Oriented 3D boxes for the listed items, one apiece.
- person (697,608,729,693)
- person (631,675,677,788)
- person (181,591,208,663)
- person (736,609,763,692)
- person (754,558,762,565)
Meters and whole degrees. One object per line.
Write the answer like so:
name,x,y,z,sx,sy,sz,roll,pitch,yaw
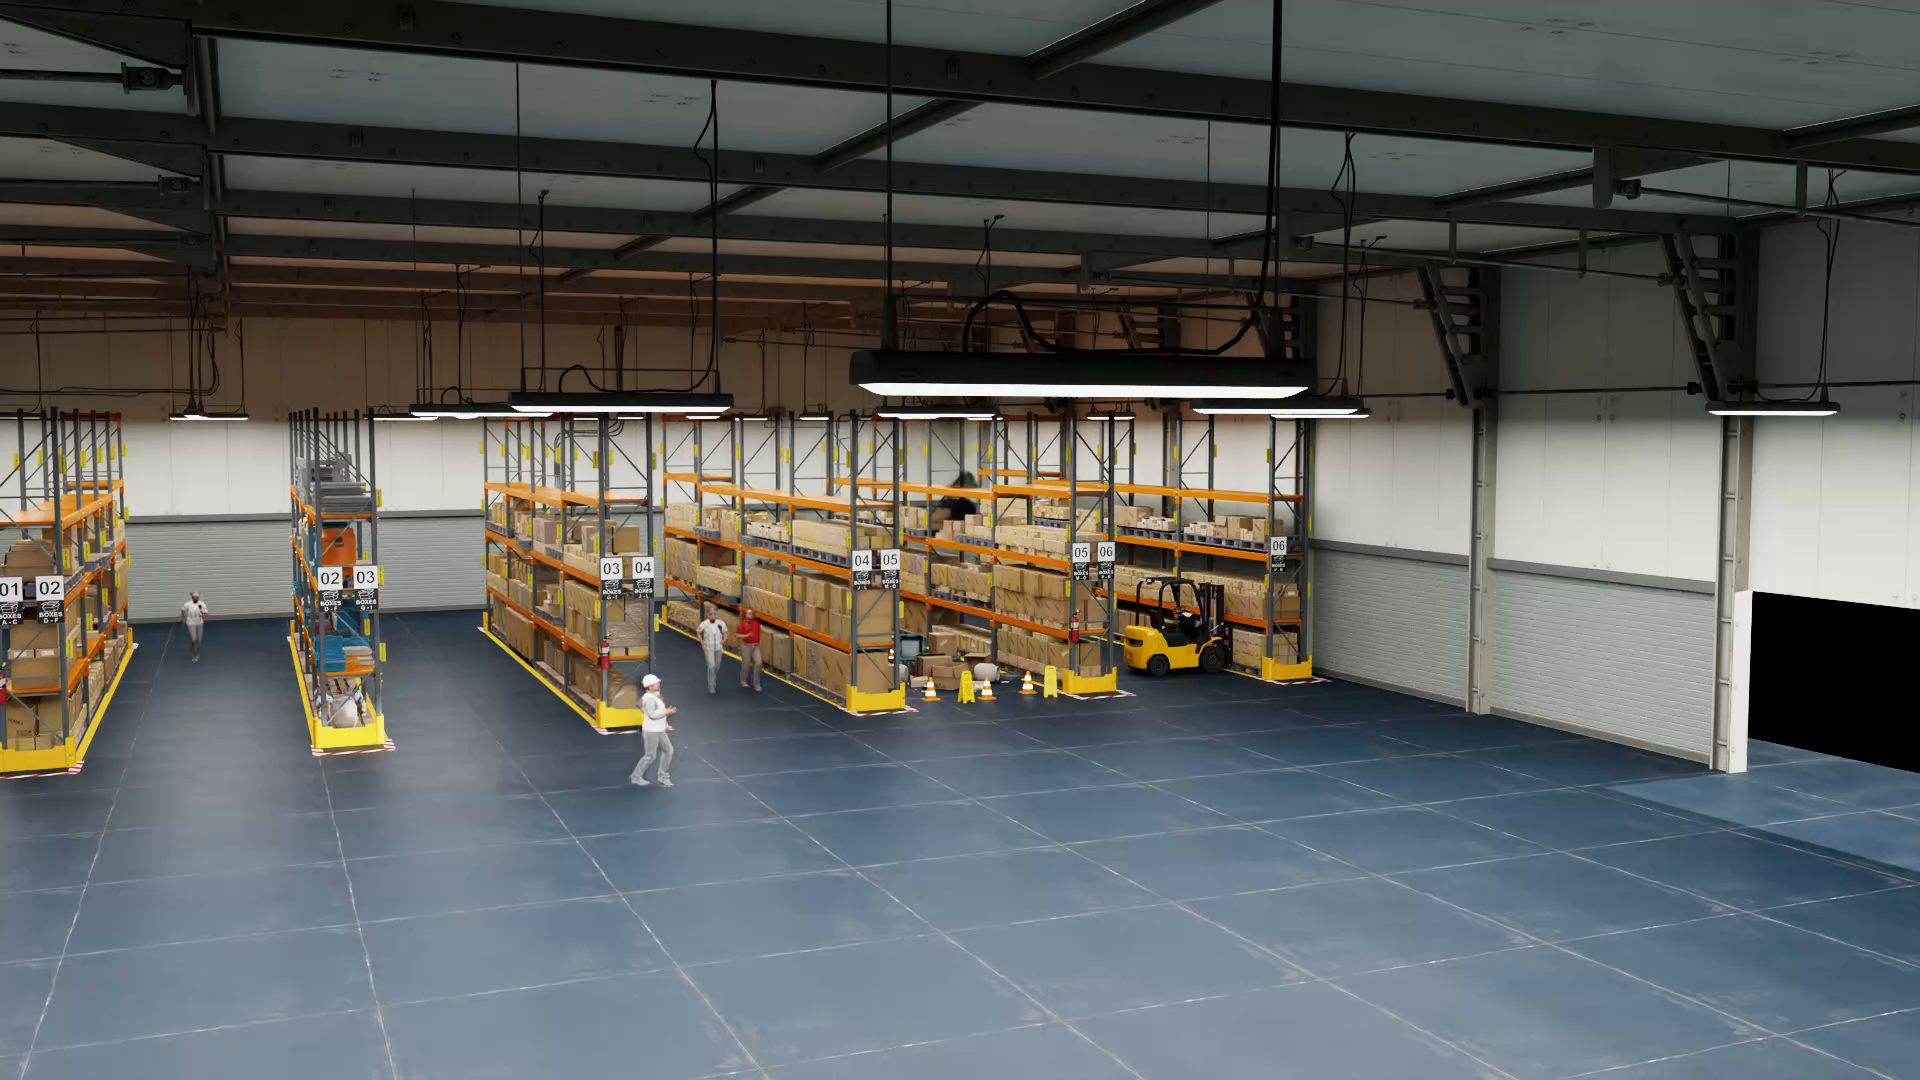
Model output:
person,-5.293,2.352,35.684,0.675,1.845,0.755,-2,4,-21
person,-4.791,3.013,26.048,0.734,1.825,0.639,0,4,0
person,-18.403,2.085,40.033,0.537,1.740,0.815,-3,5,-36
person,-4.494,2.370,35.677,0.640,1.791,0.755,-2,5,-29
person,-6.062,1.394,50.043,0.735,1.699,0.588,-2,4,-26
